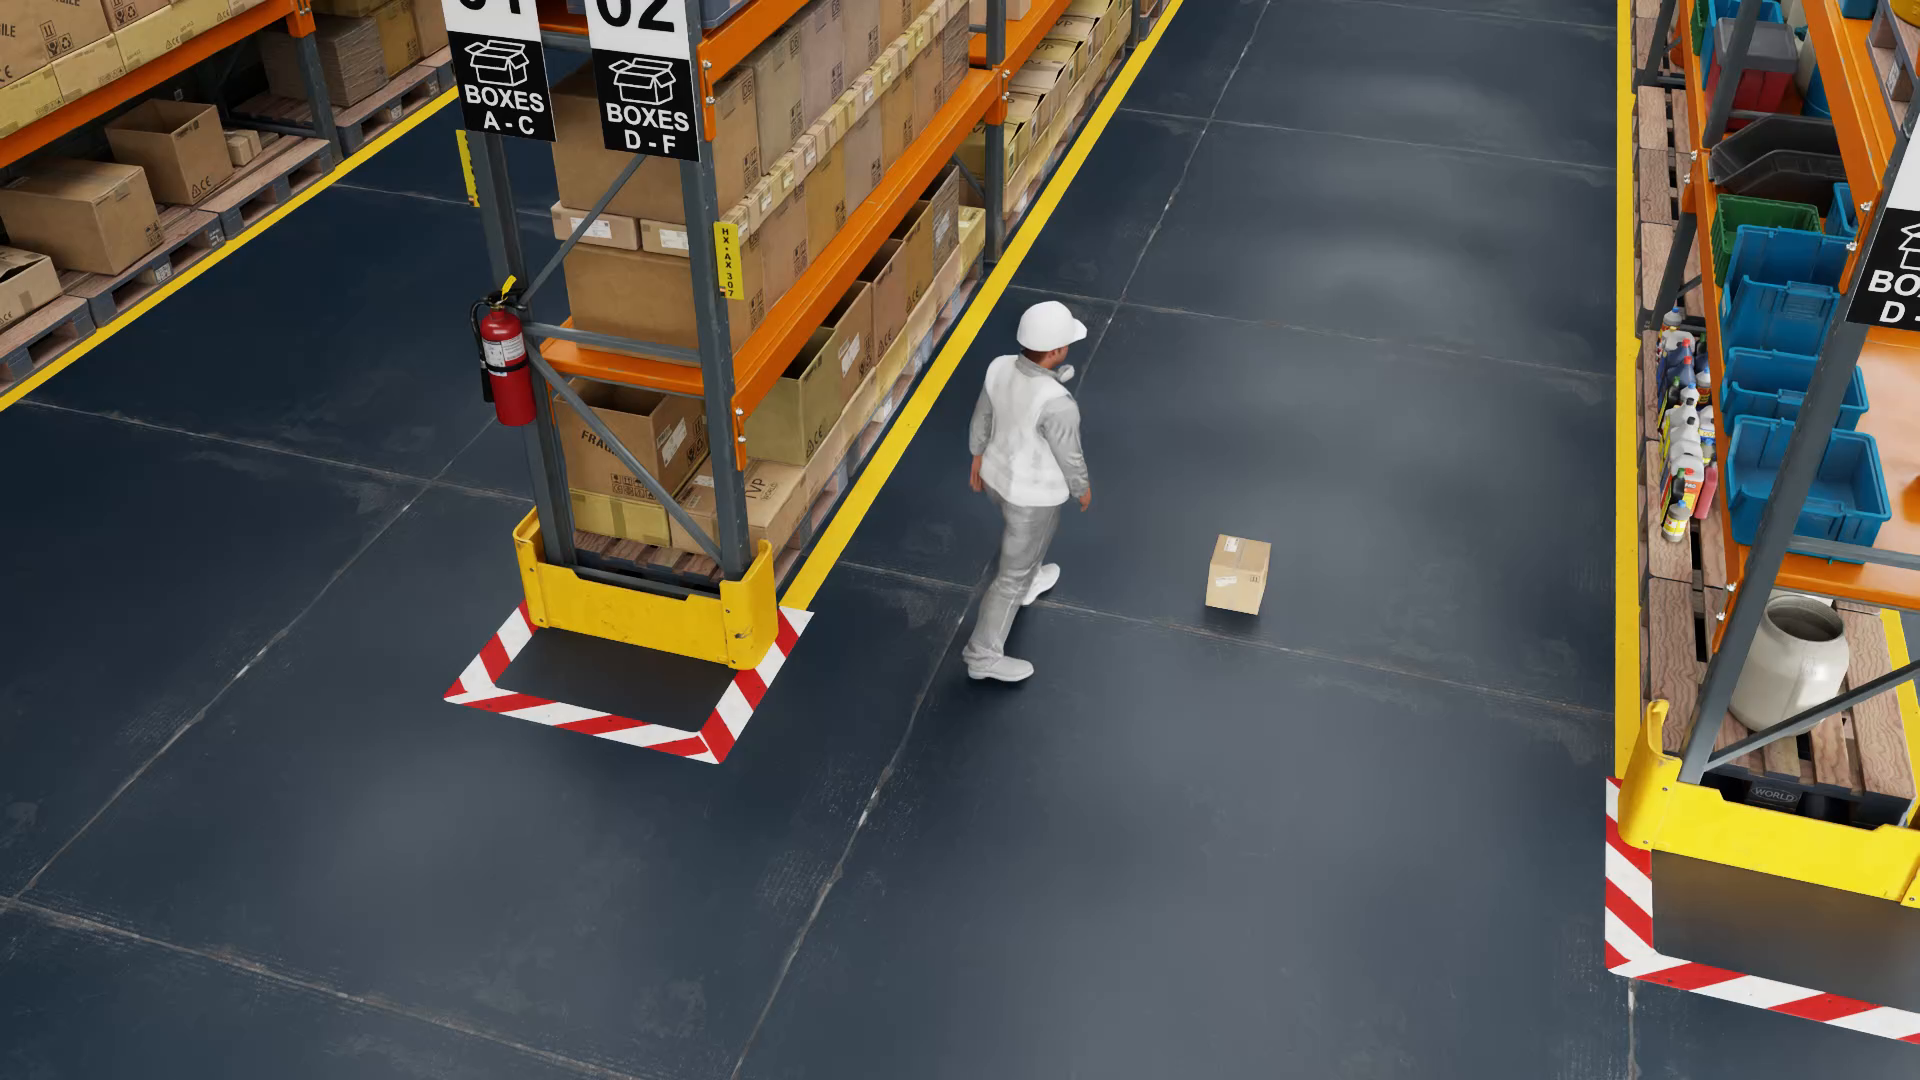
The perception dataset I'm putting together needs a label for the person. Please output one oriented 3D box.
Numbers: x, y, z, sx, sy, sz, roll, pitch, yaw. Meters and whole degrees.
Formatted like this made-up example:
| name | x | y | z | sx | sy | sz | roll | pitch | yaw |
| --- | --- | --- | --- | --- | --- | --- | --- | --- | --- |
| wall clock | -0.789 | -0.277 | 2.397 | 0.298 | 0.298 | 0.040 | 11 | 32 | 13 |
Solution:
| name | x | y | z | sx | sy | sz | roll | pitch | yaw |
| --- | --- | --- | --- | --- | --- | --- | --- | --- | --- |
| person | 0.283 | -0.260 | 7.244 | 0.777 | 1.737 | 0.621 | -20 | 41 | -25 |
